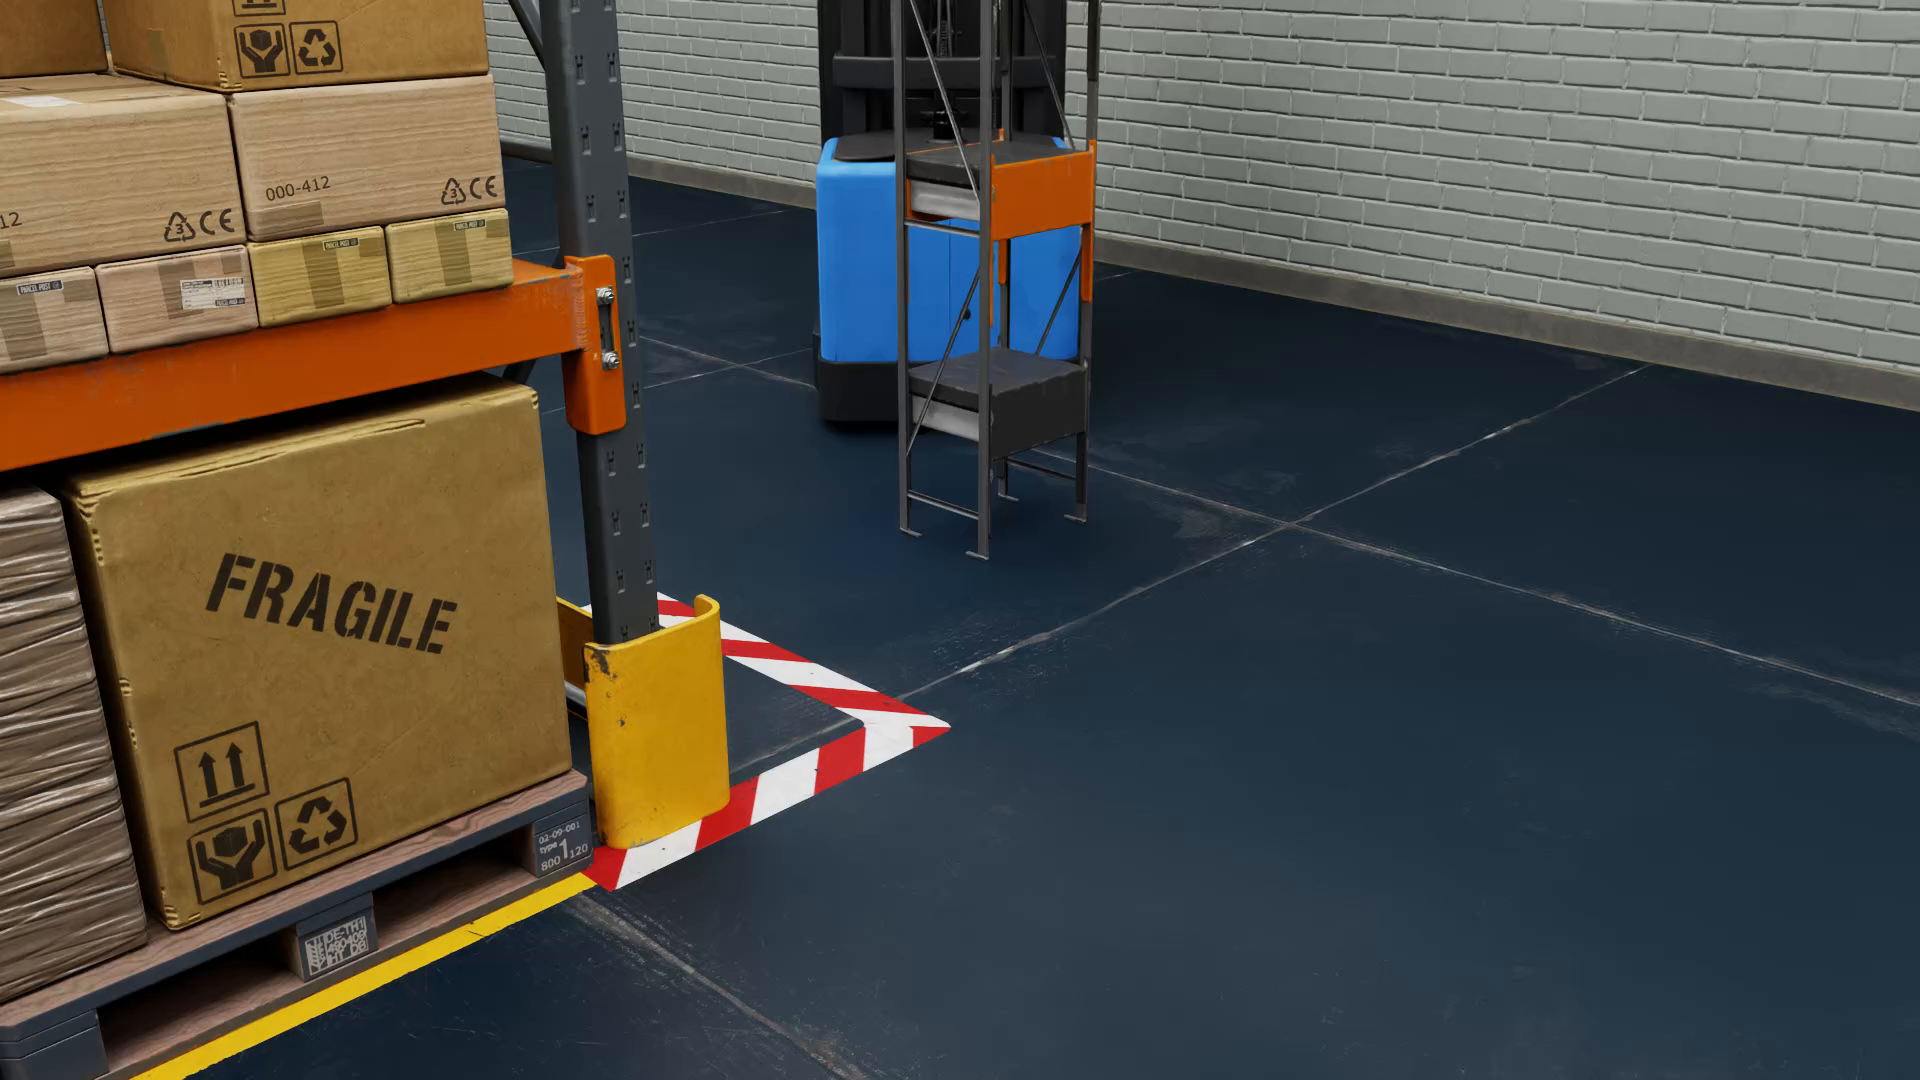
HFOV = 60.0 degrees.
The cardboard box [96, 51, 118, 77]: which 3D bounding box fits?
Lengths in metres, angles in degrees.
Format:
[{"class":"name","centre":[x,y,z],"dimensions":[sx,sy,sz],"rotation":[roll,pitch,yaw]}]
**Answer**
[{"class":"cardboard box","centre":[-1.604,-0.889,3.501],"dimensions":[0.500,0.250,0.500],"rotation":[18,28,39]}]

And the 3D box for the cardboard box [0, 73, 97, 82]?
[{"class":"cardboard box","centre":[-1.962,-0.754,3.149],"dimensions":[0.500,0.250,0.500],"rotation":[19,28,40]}]

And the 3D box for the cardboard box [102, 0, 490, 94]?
[{"class":"cardboard box","centre":[-1.227,-1.104,3.014],"dimensions":[0.500,0.500,0.500],"rotation":[20,29,41]}]

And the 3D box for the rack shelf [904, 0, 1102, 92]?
[{"class":"rack shelf","centre":[0.116,-1.663,5.062],"dimensions":[0.431,0.518,0.480],"rotation":[19,28,41]}]

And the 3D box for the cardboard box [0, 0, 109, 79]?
[{"class":"cardboard box","centre":[-1.953,-1.110,3.032],"dimensions":[0.500,0.500,0.500],"rotation":[18,28,39]}]

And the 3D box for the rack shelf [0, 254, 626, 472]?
[{"class":"rack shelf","centre":[-2.471,-0.026,2.464],"dimensions":[1.077,0.370,4.000],"rotation":[19,28,41]}]

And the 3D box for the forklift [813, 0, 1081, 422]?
[{"class":"forklift","centre":[-0.087,-2.317,7.518],"dimensions":[1.130,2.935,3.031],"rotation":[-1,21,-2]}]

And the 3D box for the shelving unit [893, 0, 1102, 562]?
[{"class":"shelving unit","centre":[0.115,-1.023,5.309],"dimensions":[0.431,2.100,0.503],"rotation":[19,28,41]}]

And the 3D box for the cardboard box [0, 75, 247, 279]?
[{"class":"cardboard box","centre":[-1.578,-0.623,2.810],"dimensions":[0.500,0.250,0.500],"rotation":[19,28,40]}]

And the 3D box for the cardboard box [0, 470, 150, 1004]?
[{"class":"cardboard box","centre":[-2.100,0.338,2.889],"dimensions":[0.875,0.875,0.875],"rotation":[19,28,41]}]

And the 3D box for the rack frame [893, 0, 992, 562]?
[{"class":"rack frame","centre":[-0.055,-0.960,5.145],"dimensions":[0.400,2.100,0.015],"rotation":[19,28,41]}]

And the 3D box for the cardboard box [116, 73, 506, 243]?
[{"class":"cardboard box","centre":[-1.224,-0.754,3.149],"dimensions":[0.500,0.250,0.500],"rotation":[19,28,40]}]

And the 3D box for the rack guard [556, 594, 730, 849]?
[{"class":"rack guard","centre":[-1.059,0.285,4.137],"dimensions":[1.175,0.500,0.348],"rotation":[19,28,41]}]

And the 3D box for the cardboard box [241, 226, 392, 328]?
[{"class":"cardboard box","centre":[-1.268,-0.517,3.090],"dimensions":[0.380,0.149,0.250],"rotation":[20,28,41]}]

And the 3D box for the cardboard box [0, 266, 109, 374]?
[{"class":"cardboard box","centre":[-1.620,-0.389,2.756],"dimensions":[0.250,0.149,0.380],"rotation":[-20,28,-41]}]

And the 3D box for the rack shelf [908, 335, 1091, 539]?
[{"class":"rack shelf","centre":[0.115,-0.357,5.565],"dimensions":[0.431,0.518,0.480],"rotation":[19,28,41]}]

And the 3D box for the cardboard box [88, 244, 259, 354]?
[{"class":"cardboard box","centre":[-1.445,-0.453,2.922],"dimensions":[0.380,0.149,0.250],"rotation":[19,28,41]}]

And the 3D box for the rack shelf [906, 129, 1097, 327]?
[{"class":"rack shelf","centre":[0.115,-1.010,5.313],"dimensions":[0.431,0.518,0.480],"rotation":[19,28,41]}]

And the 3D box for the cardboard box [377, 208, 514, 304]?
[{"class":"cardboard box","centre":[-1.088,-0.585,3.265],"dimensions":[0.250,0.149,0.380],"rotation":[-20,28,-41]}]

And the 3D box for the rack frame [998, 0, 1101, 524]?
[{"class":"rack frame","centre":[0.286,-1.085,5.472],"dimensions":[0.400,2.100,0.015],"rotation":[19,28,41]}]

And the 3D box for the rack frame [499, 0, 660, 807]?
[{"class":"rack frame","centre":[-1.076,-0.876,3.672],"dimensions":[1.000,3.000,0.127],"rotation":[19,28,41]}]

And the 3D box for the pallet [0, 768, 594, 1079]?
[{"class":"pallet","centre":[-1.577,0.651,3.587],"dimensions":[1.003,0.211,1.213],"rotation":[19,28,41]}]

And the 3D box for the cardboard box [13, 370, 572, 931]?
[{"class":"cardboard box","centre":[-1.465,0.104,3.498],"dimensions":[0.875,0.875,0.875],"rotation":[19,28,41]}]
